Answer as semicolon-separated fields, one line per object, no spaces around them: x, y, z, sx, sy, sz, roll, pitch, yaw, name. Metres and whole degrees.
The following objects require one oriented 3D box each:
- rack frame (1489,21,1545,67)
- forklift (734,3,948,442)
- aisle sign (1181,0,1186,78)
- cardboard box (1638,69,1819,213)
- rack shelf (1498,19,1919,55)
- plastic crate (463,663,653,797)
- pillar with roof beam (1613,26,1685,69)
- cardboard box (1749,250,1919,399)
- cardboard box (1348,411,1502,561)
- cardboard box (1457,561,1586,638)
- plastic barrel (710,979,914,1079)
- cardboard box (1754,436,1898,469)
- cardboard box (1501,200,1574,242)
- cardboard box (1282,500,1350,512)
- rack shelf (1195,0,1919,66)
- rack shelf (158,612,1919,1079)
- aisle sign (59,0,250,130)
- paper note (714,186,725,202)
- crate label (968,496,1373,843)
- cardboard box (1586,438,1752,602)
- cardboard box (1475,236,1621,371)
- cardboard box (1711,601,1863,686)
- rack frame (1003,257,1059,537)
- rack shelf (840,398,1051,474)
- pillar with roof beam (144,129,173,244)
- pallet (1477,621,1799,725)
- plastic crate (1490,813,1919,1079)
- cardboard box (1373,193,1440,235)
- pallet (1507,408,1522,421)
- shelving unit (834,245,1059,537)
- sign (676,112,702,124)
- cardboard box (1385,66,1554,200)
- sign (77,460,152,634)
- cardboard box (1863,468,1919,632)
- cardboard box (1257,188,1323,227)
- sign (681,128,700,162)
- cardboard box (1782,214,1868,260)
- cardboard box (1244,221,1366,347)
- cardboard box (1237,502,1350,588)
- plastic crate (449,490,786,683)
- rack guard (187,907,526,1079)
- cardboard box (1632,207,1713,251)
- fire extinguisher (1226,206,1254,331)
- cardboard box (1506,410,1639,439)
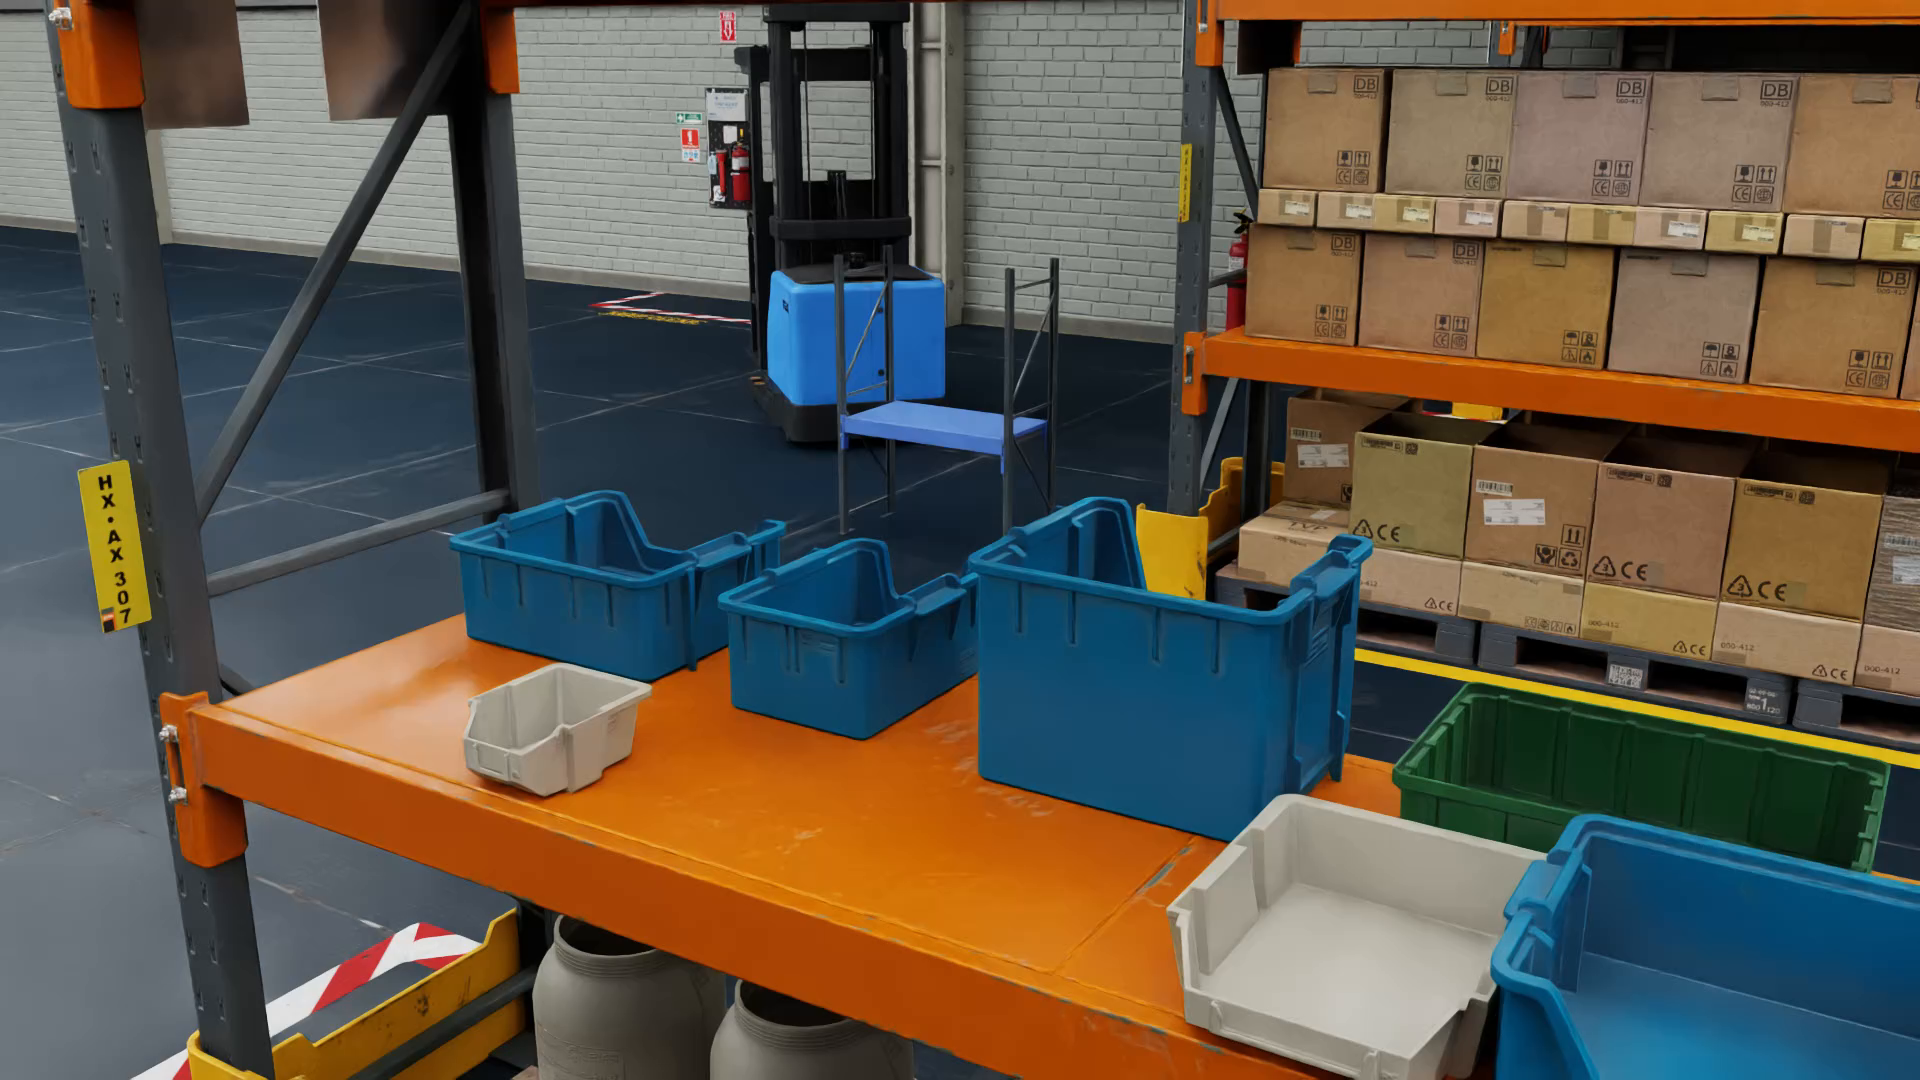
3.851;-2.444;11.765;0.127;3.000;1.000;10;20;30;rack frame
-0.964;-2.420;11.804;1.130;2.935;3.031;-5;17;-15;forklift
1.046;-2.394;7.129;0.004;0.787;0.394;10;20;30;aisle sign
3.006;-1.571;6.489;0.500;0.500;0.700;10;20;30;cardboard box
5.555;-3.230;10.432;4.000;0.370;1.077;10;20;30;rack shelf
-0.739;0.352;3.015;0.250;0.136;0.298;10;20;30;plastic crate
2.647;-4.356;7.737;0.400;9.000;9.100;10;20;30;pillar with roof beam
3.411;-0.877;6.437;0.500;0.500;0.700;10;20;31;cardboard box
2.029;-0.248;7.255;0.500;0.500;0.500;10;20;30;cardboard box
2.456;0.187;7.114;0.500;0.250;0.500;10;20;30;cardboard box
-0.306;1.157;3.469;0.421;0.512;0.421;0;17;0;plastic barrel
3.587;-0.152;6.939;0.500;0.500;0.500;10;20;30;cardboard box
2.364;-1.305;6.727;0.250;0.149;0.380;9;19;28;cardboard box
1.873;-0.093;8.035;0.500;0.250;0.500;10;20;30;cardboard box
2.966;-2.003;6.391;4.000;0.370;1.077;10;20;30;rack shelf
0.371;0.659;2.790;4.000;0.370;1.077;10;20;30;rack shelf
-1.548;-1.172;3.106;0.004;0.787;0.394;10;20;30;aisle sign
-2.413;-3.472;16.665;0.142;0.148;0.016;10;20;30;paper note
0.376;0.206;2.981;0.616;0.435;0.502;10;20;30;crate label
2.879;-0.095;6.750;0.500;0.500;0.500;10;20;30;cardboard box
2.523;-1.034;6.953;0.500;0.500;0.700;10;20;30;cardboard box
3.306;0.340;6.610;0.500;0.250;0.500;10;20;30;cardboard box
0.360;-0.653;8.451;0.032;1.500;0.500;10;20;30;rack frame
-0.073;-0.558;8.758;1.000;0.185;0.538;10;20;30;rack shelf
-12.691;-7.094;16.751;0.400;9.000;9.100;10;20;30;pillar with roof beam
2.971;0.410;7.169;1.213;0.211;1.003;10;20;30;pallet
0.990;0.589;2.038;0.616;0.251;0.499;10;20;30;plastic crate
1.922;-1.384;6.987;0.250;0.149;0.380;10;20;30;cardboard box
4.590;-0.965;11.696;1.213;0.211;1.003;10;20;30;pallet
-0.073;-0.731;8.706;1.048;1.500;0.538;10;20;30;shelving unit
-2.716;-4.227;16.662;0.331;0.109;0.001;10;20;30;sign
2.149;-1.724;6.991;0.500;0.500;0.700;10;19;29;cardboard box
-1.625;0.013;3.200;0.005;0.325;0.100;10;20;30;sign
3.741;0.053;6.264;0.500;0.500;0.500;10;20;30;cardboard box
1.484;-1.461;7.243;0.250;0.149;0.380;10;20;30;cardboard box
-2.715;-3.976;16.748;0.234;0.329;0.001;10;20;30;sign
3.245;-1.148;6.211;0.250;0.149;0.380;11;20;32;cardboard box
1.653;-1.190;7.465;0.500;0.500;0.700;10;20;30;cardboard box
1.602;0.035;7.613;0.500;0.250;0.500;10;20;30;cardboard box
-0.750;0.083;3.702;0.616;0.251;0.499;10;20;30;plastic crate
-1.244;1.206;4.051;0.348;0.500;1.175;10;20;30;rack guard
2.793;-1.227;6.473;0.250;0.149;0.380;10;20;31;cardboard box
1.404;-1.312;8.173;0.183;0.674;0.296;10;20;30;fire extinguisher
2.734;-0.304;7.439;0.500;0.500;0.500;10;20;30;cardboard box
